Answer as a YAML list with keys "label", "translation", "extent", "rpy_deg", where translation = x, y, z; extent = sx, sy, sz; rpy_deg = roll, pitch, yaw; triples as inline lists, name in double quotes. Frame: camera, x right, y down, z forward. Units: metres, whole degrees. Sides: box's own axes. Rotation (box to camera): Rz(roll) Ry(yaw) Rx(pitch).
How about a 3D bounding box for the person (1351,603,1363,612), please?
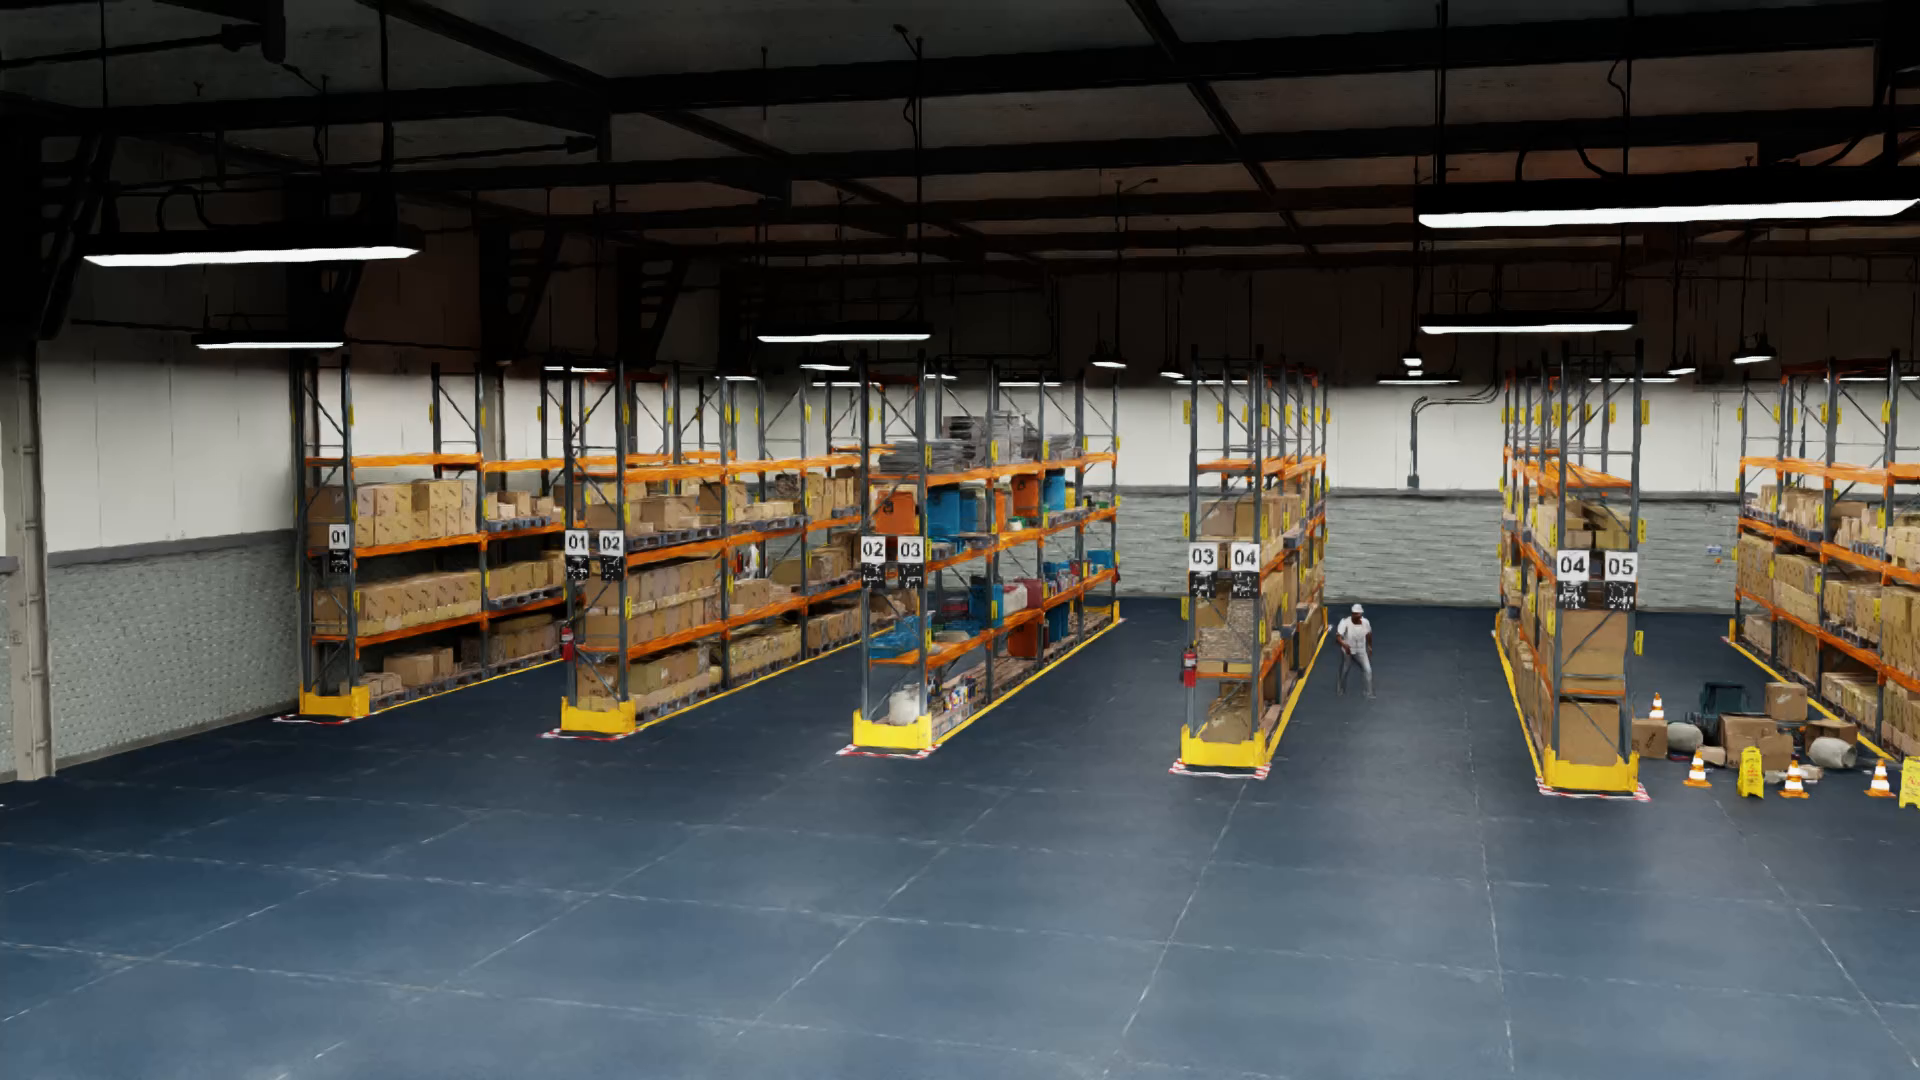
- label: "person"
  translation: [6.960, 1.179, 29.110]
  extent: [0.211, 0.134, 0.293]
  rpy_deg: [0, 4, 0]

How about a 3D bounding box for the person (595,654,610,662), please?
- label: "person"
  translation: [-7.218, 1.721, 33.477]
  extent: [0.417, 1.517, 1.036]
  rpy_deg: [1, 5, 18]
